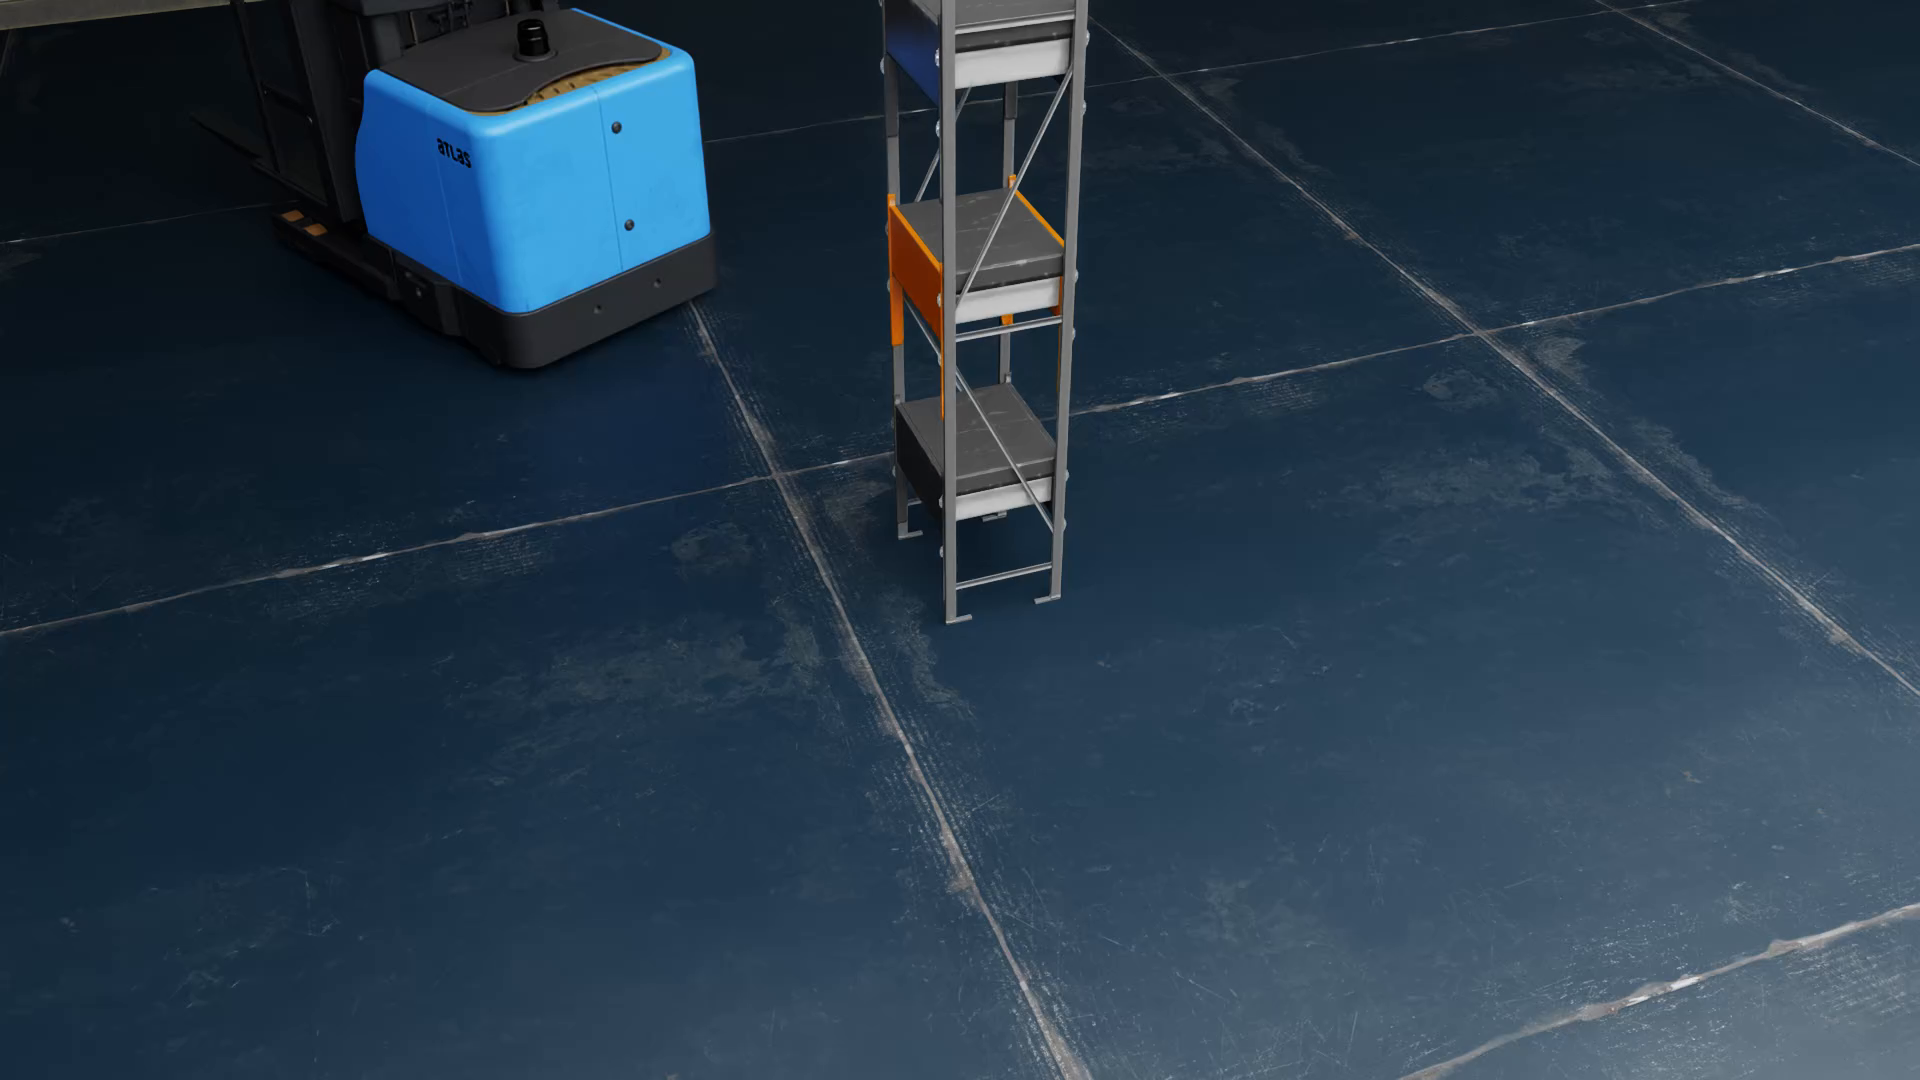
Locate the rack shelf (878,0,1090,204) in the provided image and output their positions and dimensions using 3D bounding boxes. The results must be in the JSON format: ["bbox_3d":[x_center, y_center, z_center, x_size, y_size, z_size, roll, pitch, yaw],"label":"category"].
[{"bbox_3d":[0.057,-1.293,4.581,0.431,0.518,0.480,-12,39,-16],"label":"rack shelf"}]

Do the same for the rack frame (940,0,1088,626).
[{"bbox_3d":[0.141,-0.607,4.811,0.400,2.100,0.015,-12,39,-16],"label":"rack frame"}]

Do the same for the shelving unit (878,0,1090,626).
[{"bbox_3d":[0.057,-0.745,4.994,0.431,2.100,0.503,-12,39,-16],"label":"shelving unit"}]

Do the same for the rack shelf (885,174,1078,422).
[{"bbox_3d":[0.057,-0.734,5.002,0.431,0.518,0.480,-12,39,-16],"label":"rack shelf"}]

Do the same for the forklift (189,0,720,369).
[{"bbox_3d":[-2.448,-2.610,6.778,3.031,2.935,1.130,29,46,33],"label":"forklift"}]

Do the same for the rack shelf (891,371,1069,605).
[{"bbox_3d":[0.057,-0.175,5.423,0.431,0.518,0.480,-12,39,-16],"label":"rack shelf"}]

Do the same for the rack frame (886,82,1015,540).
[{"bbox_3d":[-0.027,-0.883,5.177,0.400,2.100,0.015,-12,39,-16],"label":"rack frame"}]
